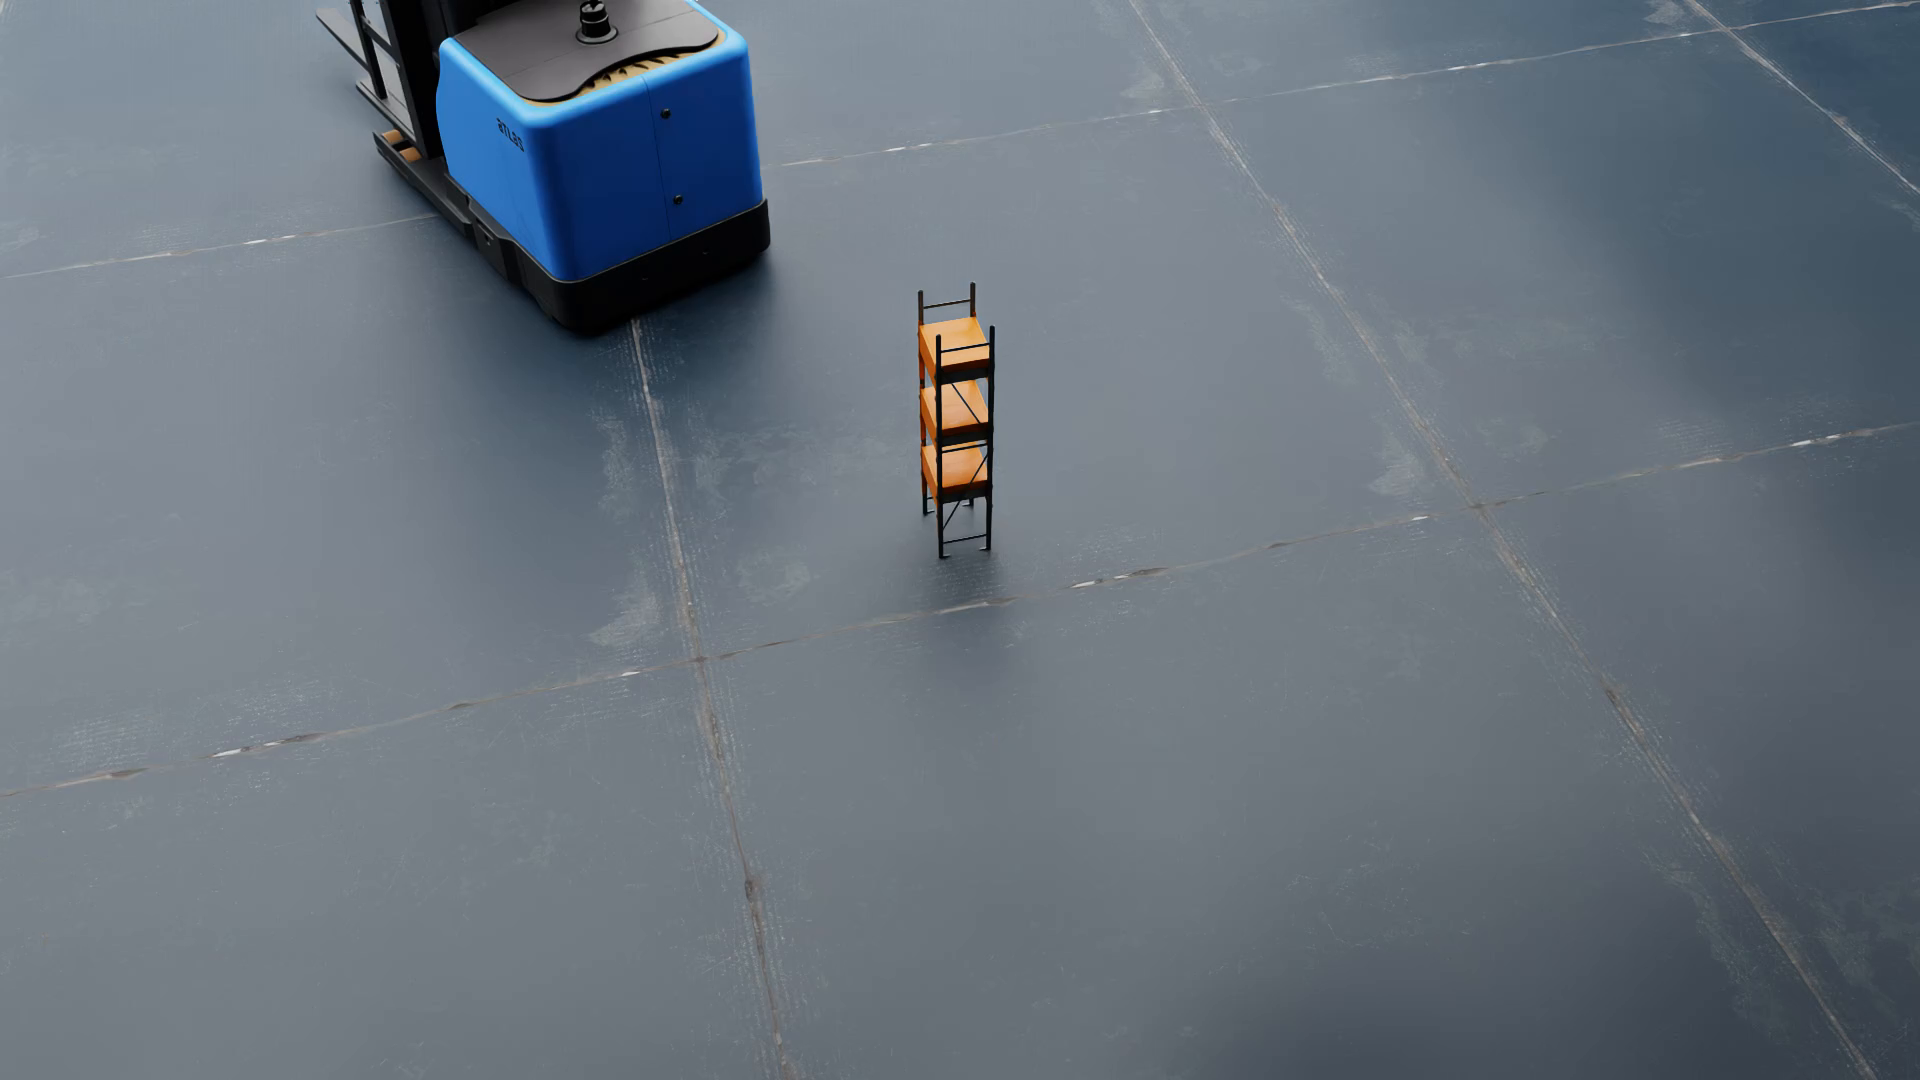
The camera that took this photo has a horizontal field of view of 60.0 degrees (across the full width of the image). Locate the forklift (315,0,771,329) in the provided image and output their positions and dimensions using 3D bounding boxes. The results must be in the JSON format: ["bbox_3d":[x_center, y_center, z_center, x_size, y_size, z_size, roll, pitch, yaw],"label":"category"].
[{"bbox_3d":[-2.152,-2.919,7.058,1.130,2.935,3.031,-29,52,-26],"label":"forklift"}]

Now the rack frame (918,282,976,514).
[{"bbox_3d":[-0.045,-0.489,5.994,0.200,1.050,0.008,-11,47,-10],"label":"rack frame"}]

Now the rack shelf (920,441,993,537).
[{"bbox_3d":[-0.014,-0.202,6.117,0.215,0.259,0.240,-11,47,-10],"label":"rack shelf"}]

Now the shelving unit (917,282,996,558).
[{"bbox_3d":[-0.014,-0.404,5.911,0.215,1.050,0.252,-11,47,-10],"label":"shelving unit"}]

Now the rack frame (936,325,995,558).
[{"bbox_3d":[0.018,-0.320,5.829,0.200,1.050,0.008,-11,47,-10],"label":"rack frame"}]

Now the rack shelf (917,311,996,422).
[{"bbox_3d":[-0.014,-0.596,5.716,0.215,0.259,0.240,-11,47,-10],"label":"rack shelf"}]

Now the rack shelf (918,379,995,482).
[{"bbox_3d":[-0.014,-0.397,5.919,0.215,0.259,0.240,-11,47,-10],"label":"rack shelf"}]
